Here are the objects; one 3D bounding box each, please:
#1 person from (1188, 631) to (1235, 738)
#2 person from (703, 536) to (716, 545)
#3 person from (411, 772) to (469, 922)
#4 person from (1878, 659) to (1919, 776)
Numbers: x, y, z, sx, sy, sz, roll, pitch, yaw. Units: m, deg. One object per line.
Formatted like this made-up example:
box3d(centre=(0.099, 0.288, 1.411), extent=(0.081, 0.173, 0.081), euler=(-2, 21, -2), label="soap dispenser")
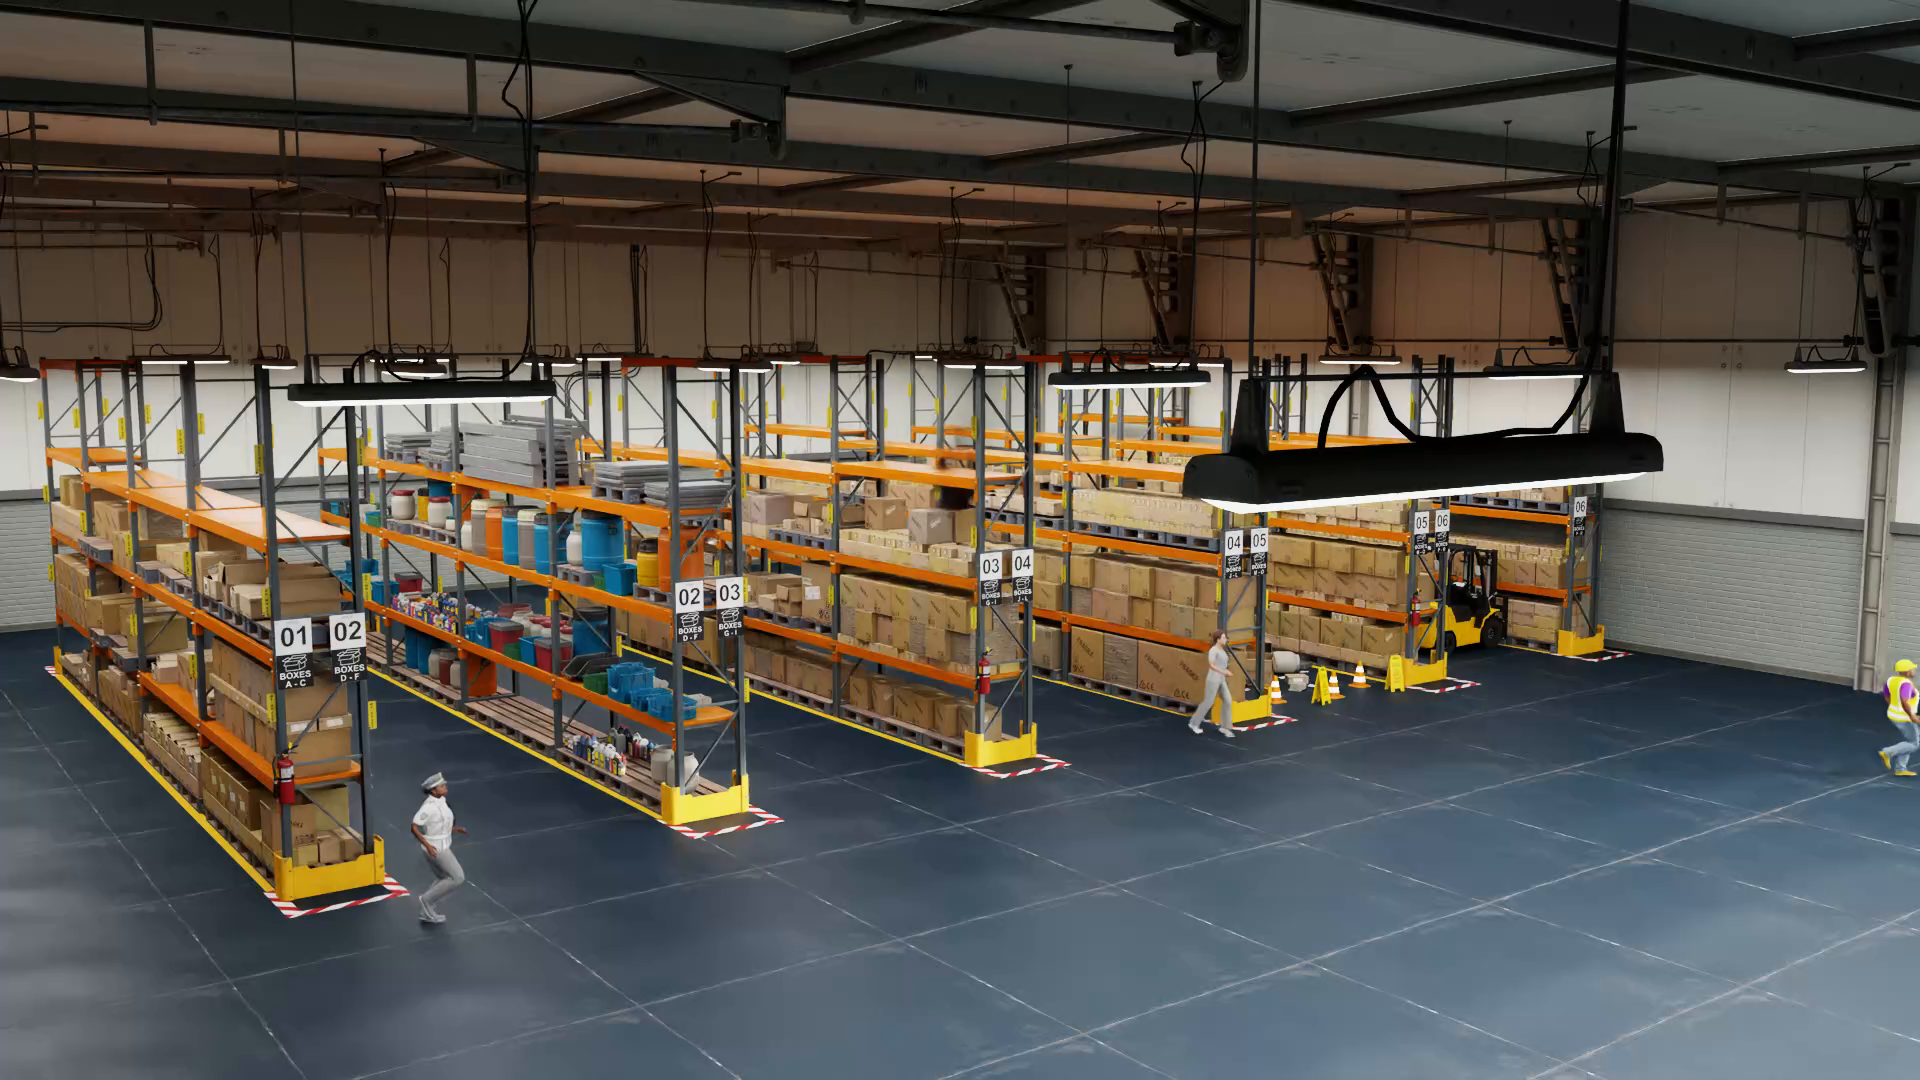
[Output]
box3d(centre=(4.110, 2.307, 26.741), extent=(0.773, 1.729, 0.612), euler=(4, 8, 30), label="person")
box3d(centre=(-6.239, 0.602, 40.584), extent=(0.741, 1.727, 0.714), euler=(3, 7, 22), label="person")
box3d(centre=(-5.632, 3.342, 18.088), extent=(0.560, 1.664, 0.565), euler=(-1, 7, -6), label="person")
box3d(centre=(13.657, 2.592, 24.173), extent=(0.603, 1.726, 0.722), euler=(0, 7, 3), label="person")
